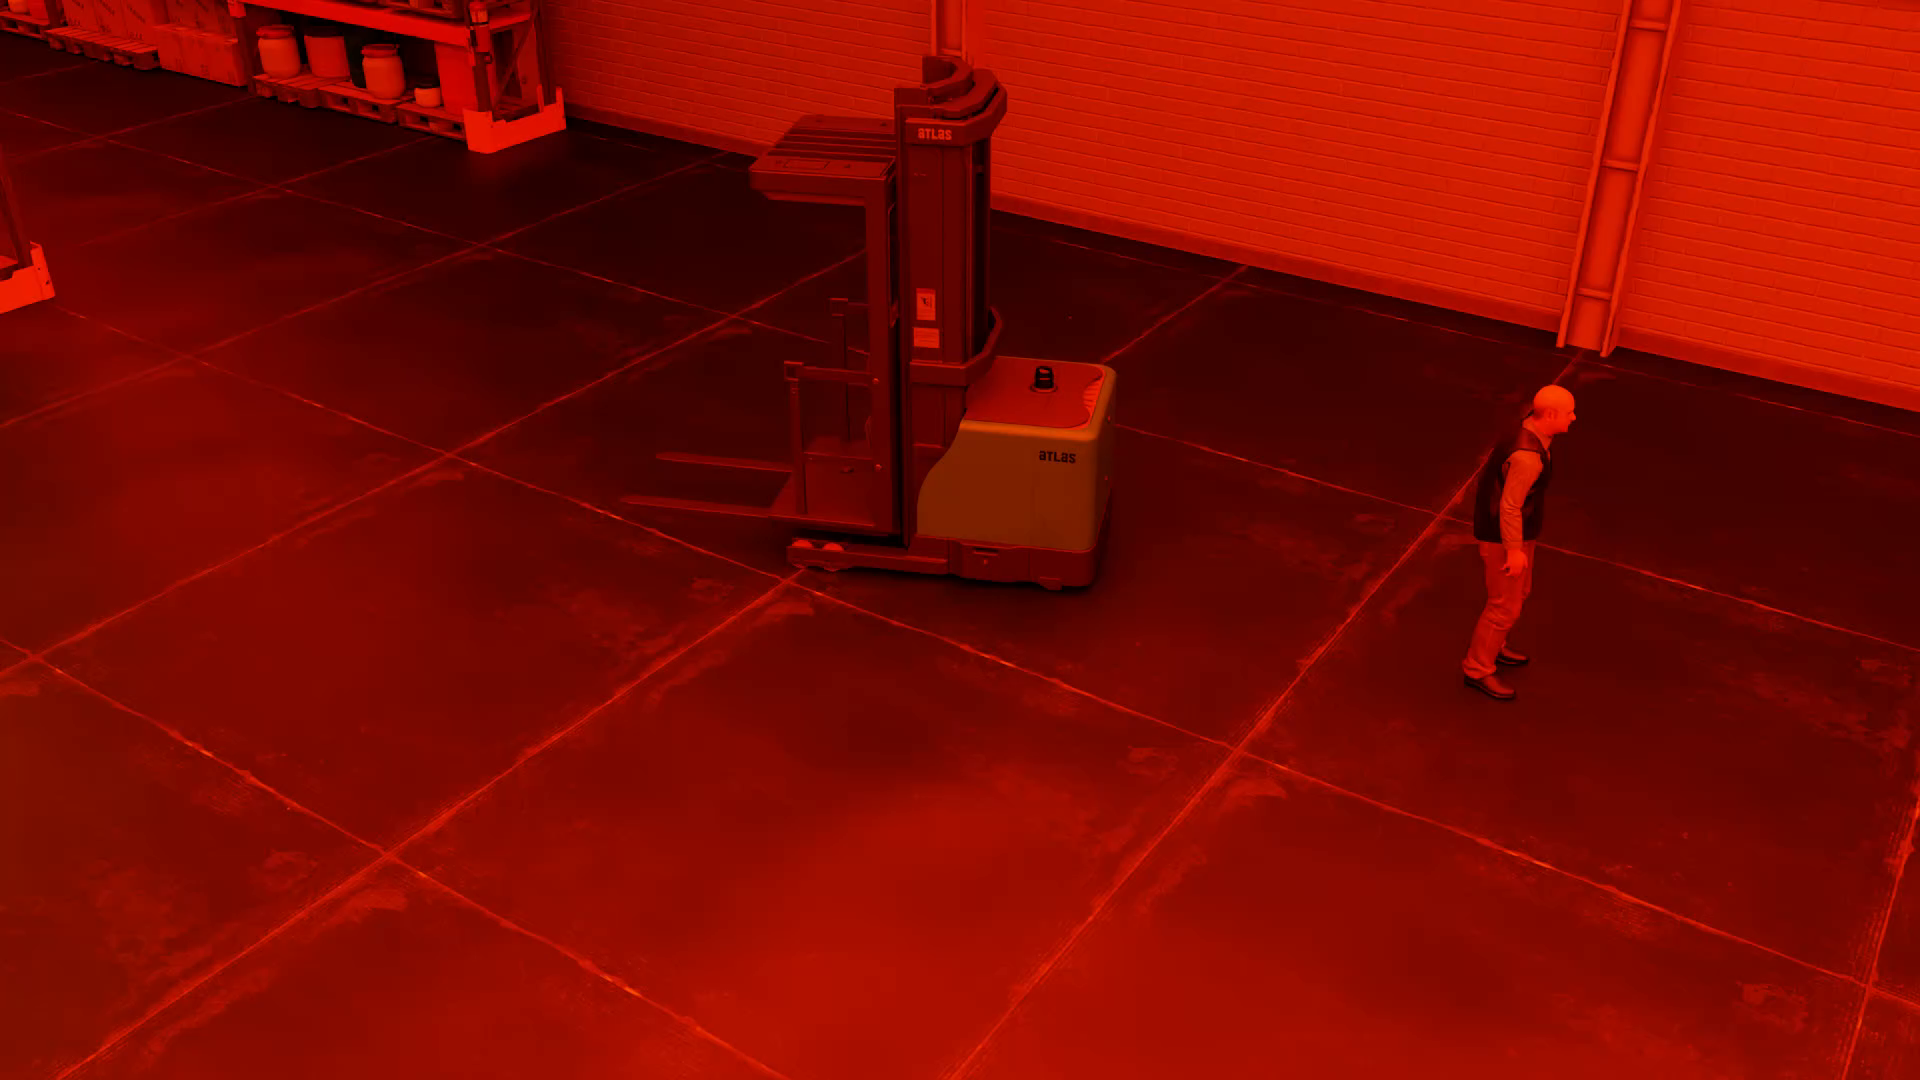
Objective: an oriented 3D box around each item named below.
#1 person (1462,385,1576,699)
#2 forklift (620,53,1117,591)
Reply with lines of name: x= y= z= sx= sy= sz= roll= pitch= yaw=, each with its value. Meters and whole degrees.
person: x=2.935 y=-0.034 z=8.846 sx=0.426 sy=1.720 sz=0.591 roll=13 pitch=32 yaw=21
forklift: x=-0.596 y=-1.330 z=9.871 sx=3.031 sy=2.935 sz=1.130 roll=6 pitch=31 yaw=10
